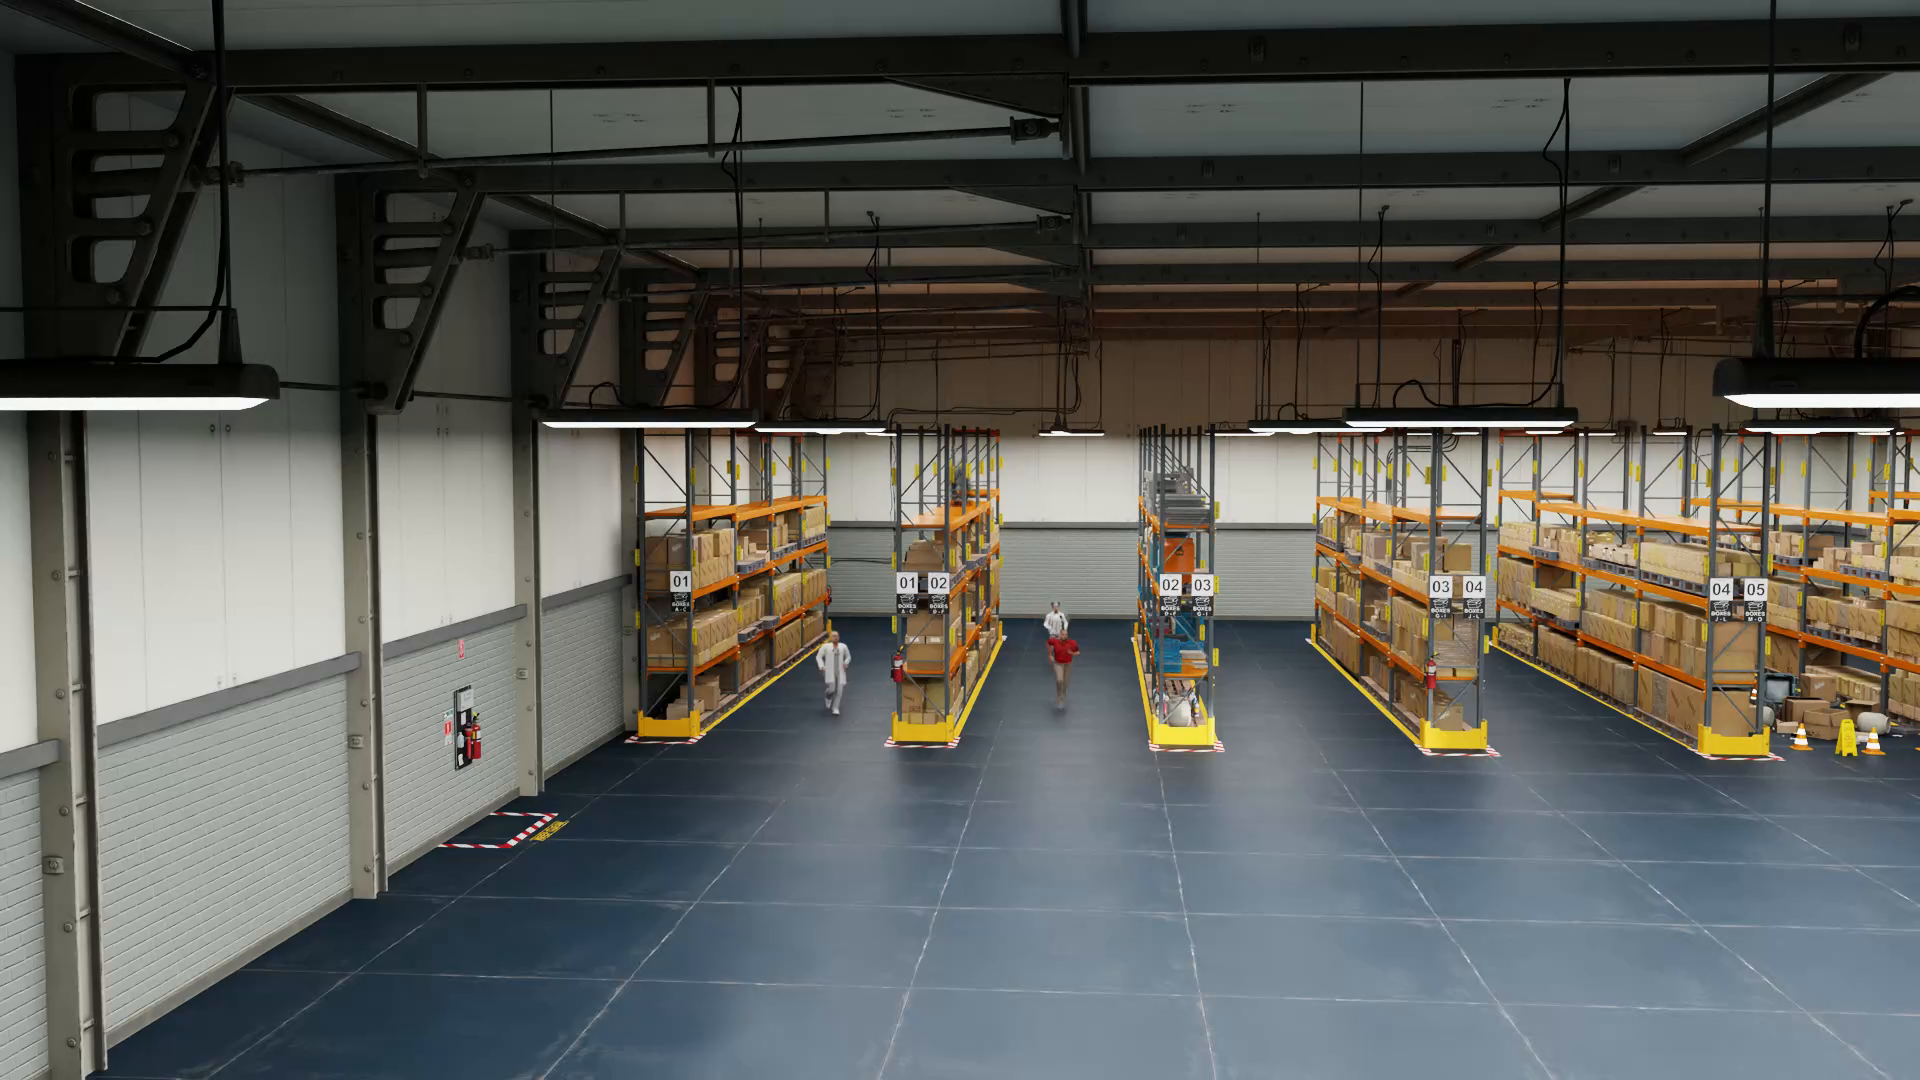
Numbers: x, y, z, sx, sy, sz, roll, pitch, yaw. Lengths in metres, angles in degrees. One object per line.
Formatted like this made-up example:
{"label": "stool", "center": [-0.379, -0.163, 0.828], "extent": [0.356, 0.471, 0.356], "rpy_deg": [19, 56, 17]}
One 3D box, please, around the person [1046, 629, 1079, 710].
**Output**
{"label": "person", "center": [2.187, 2.737, 35.411], "extent": [0.650, 1.737, 0.947], "rpy_deg": [0, 3, -7]}

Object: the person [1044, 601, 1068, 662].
{"label": "person", "center": [2.414, 2.354, 41.716], "extent": [0.625, 1.654, 0.723], "rpy_deg": [0, 3, -2]}

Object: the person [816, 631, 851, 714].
{"label": "person", "center": [-2.597, 2.759, 34.530], "extent": [0.721, 1.730, 0.640], "rpy_deg": [-1, 4, -17]}
